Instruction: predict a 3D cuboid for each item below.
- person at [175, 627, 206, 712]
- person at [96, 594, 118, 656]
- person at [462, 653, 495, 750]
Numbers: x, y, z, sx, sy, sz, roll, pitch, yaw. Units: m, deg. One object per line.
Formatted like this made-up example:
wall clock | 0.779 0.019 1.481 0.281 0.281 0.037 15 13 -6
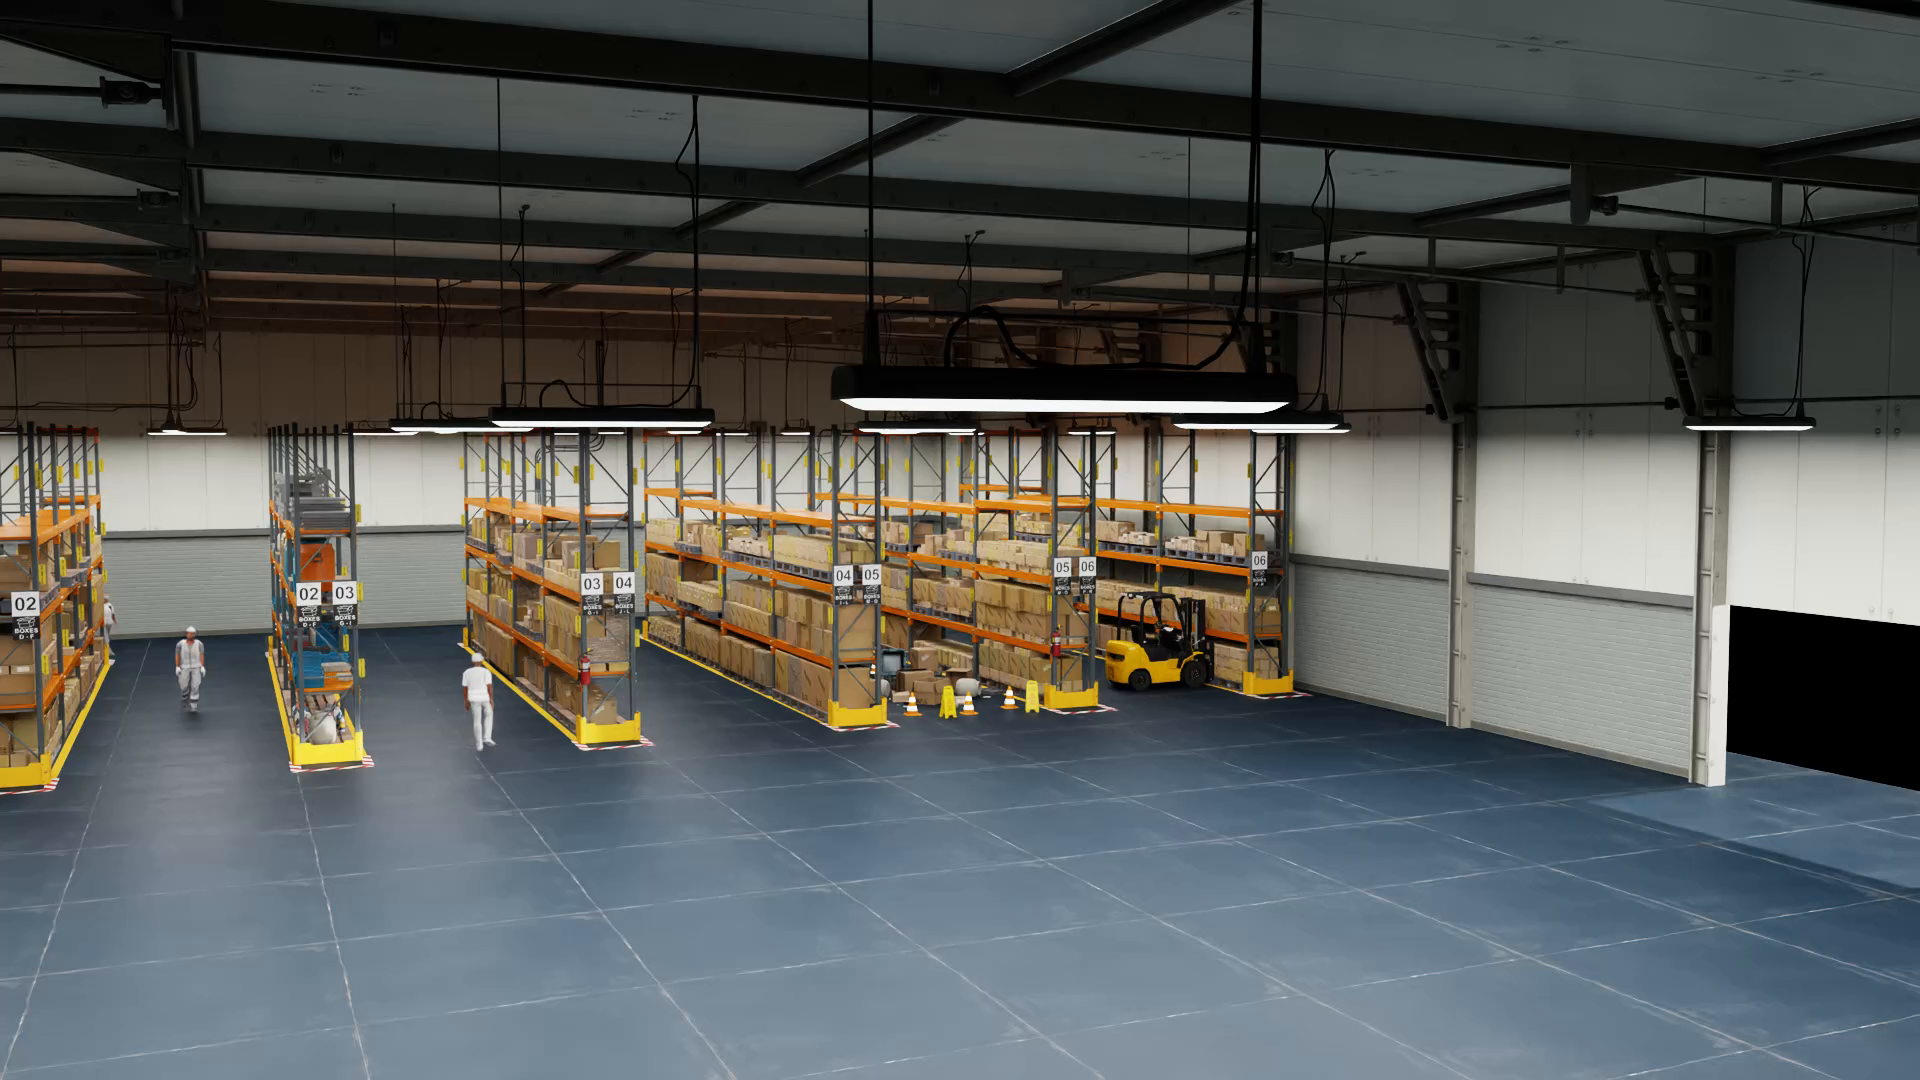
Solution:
person | -16.113 2.695 34.803 0.571 1.782 0.535 -2 4 -28
person | -22.560 2.211 43.868 1.081 1.612 0.486 2 4 32
person | -8.869 2.958 30.620 0.567 1.744 0.528 -1 4 -13
